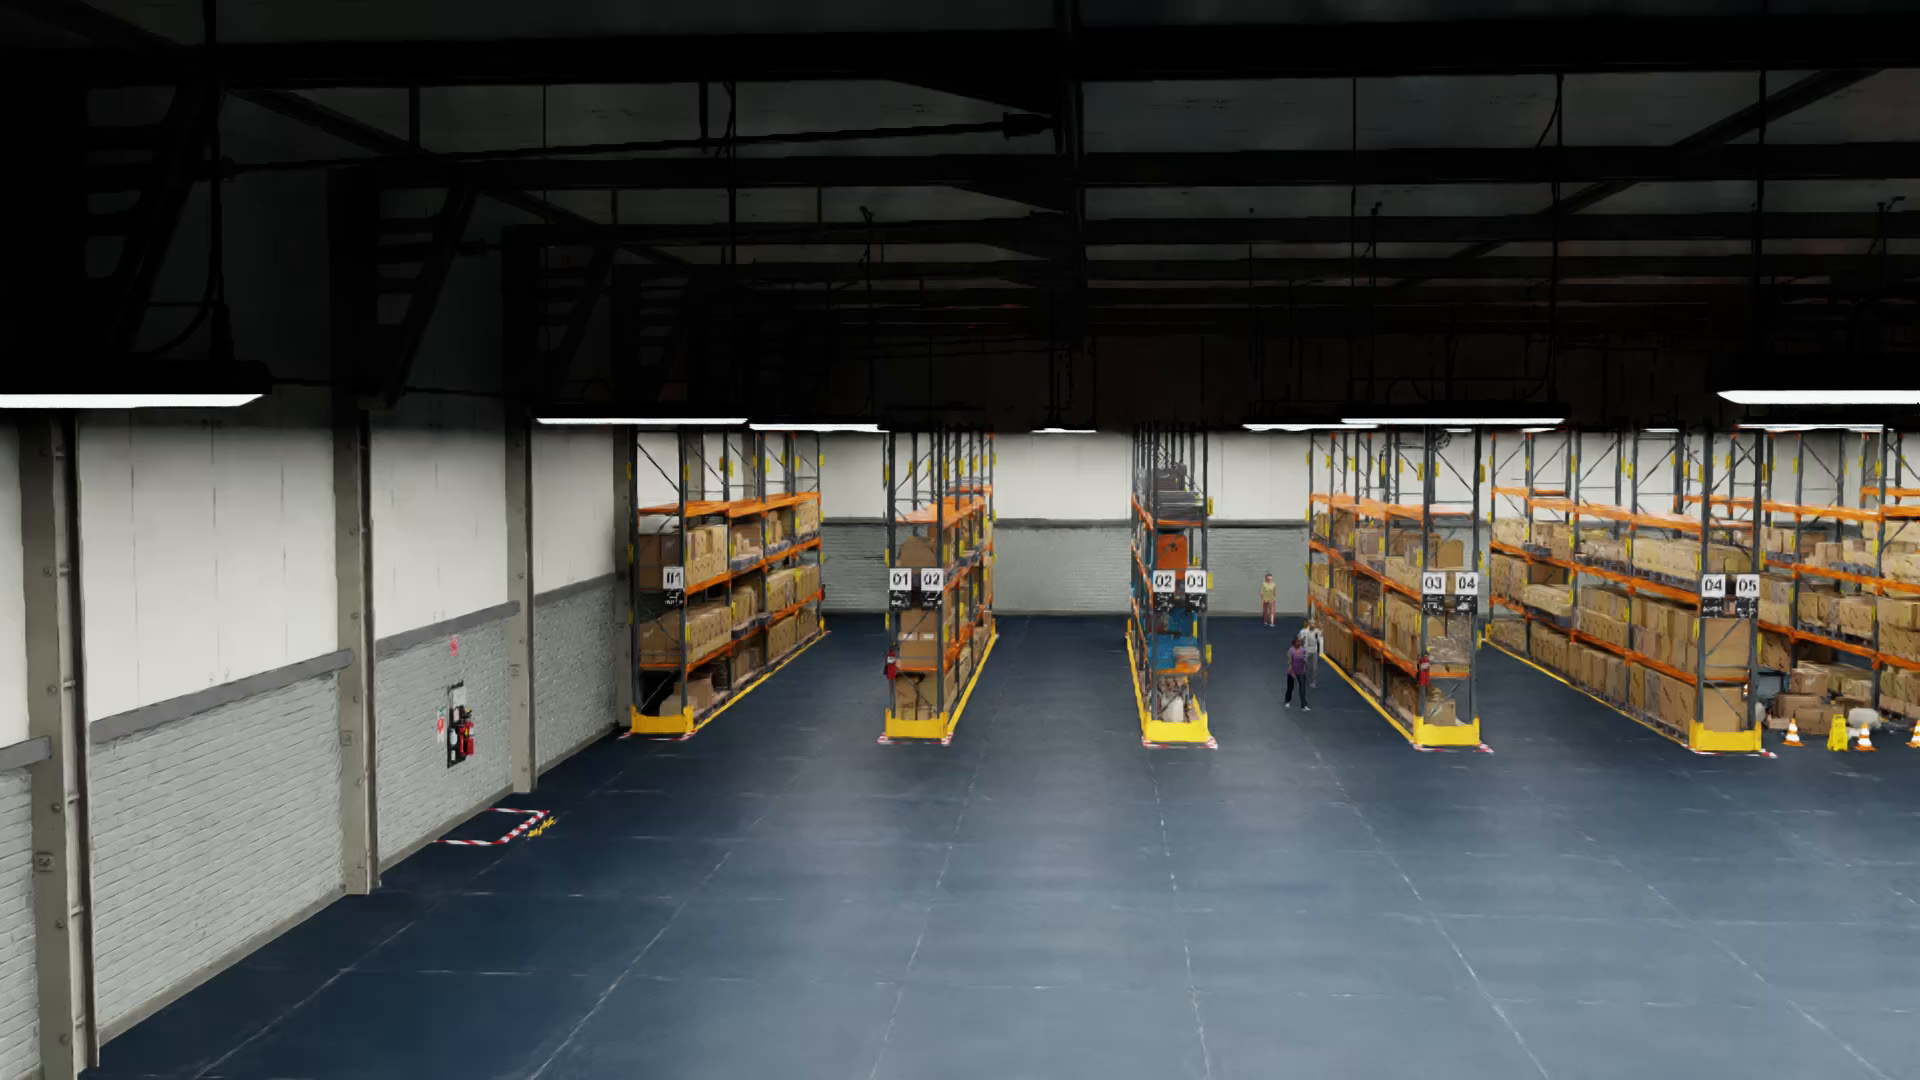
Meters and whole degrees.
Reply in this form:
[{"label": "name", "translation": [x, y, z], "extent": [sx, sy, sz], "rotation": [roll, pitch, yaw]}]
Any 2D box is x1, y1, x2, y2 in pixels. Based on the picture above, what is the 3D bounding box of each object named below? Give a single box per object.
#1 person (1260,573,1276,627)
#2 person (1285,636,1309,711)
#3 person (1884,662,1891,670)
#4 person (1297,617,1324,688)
[{"label": "person", "translation": [9.181, 1.775, 49.589], "extent": [0.448, 1.590, 1.109], "rotation": [0, 4, 7]}, {"label": "person", "translation": [6.981, 2.755, 34.558], "extent": [0.412, 1.533, 0.955], "rotation": [0, 4, -4]}, {"label": "person", "translation": [21.051, 2.491, 37.696], "extent": [0.468, 1.677, 0.497], "rotation": [3, 4, 36]}, {"label": "person", "translation": [7.908, 2.536, 37.601], "extent": [0.639, 1.632, 0.512], "rotation": [0, 4, 2]}]
